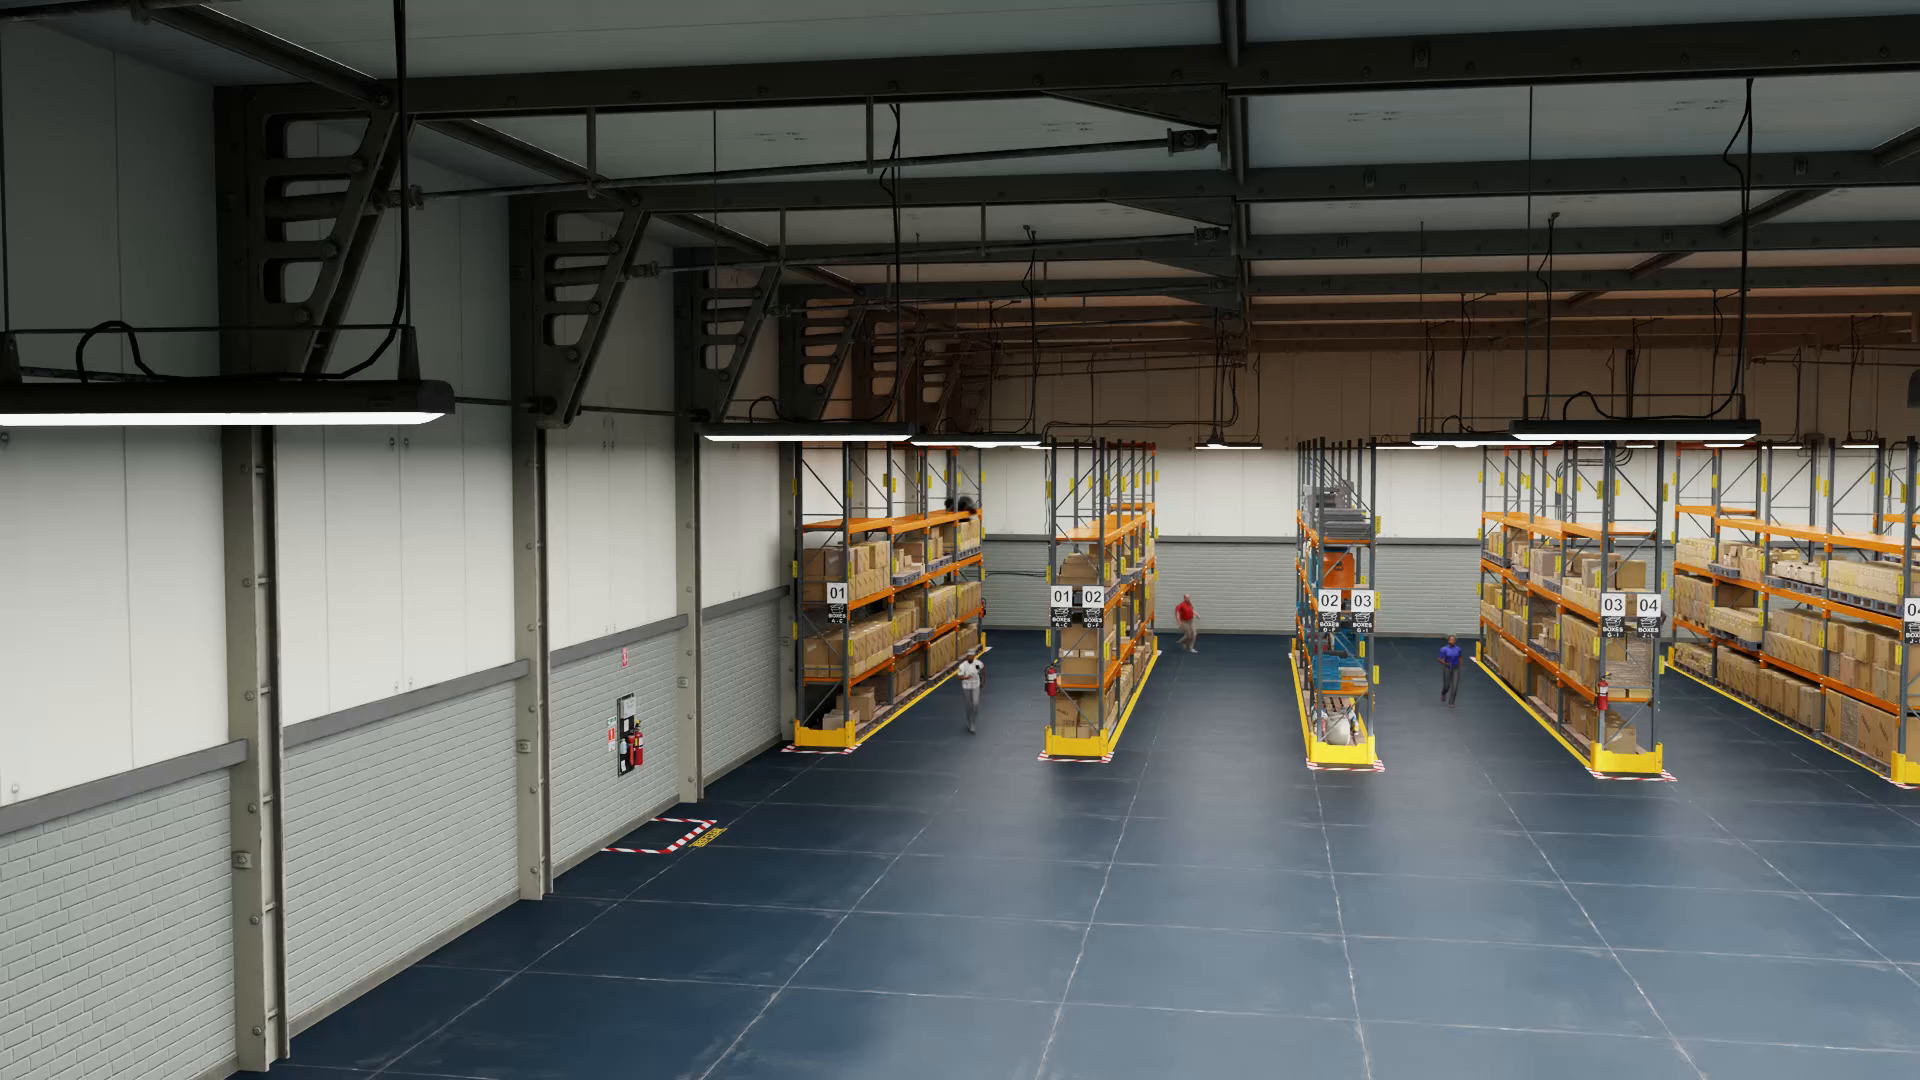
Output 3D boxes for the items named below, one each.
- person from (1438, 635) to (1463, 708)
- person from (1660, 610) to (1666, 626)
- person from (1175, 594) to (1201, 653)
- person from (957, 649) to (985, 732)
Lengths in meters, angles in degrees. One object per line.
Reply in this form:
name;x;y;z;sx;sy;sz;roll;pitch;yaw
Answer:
person;11.014;2.936;37.318;0.584;1.618;0.694;0;3;1
person;19.081;2.462;45.922;0.772;1.744;0.835;0;3;-2
person;6.453;2.382;47.508;0.771;1.682;0.623;-2;4;-37
person;0.235;3.075;34.259;0.599;1.723;0.834;0;3;-5
